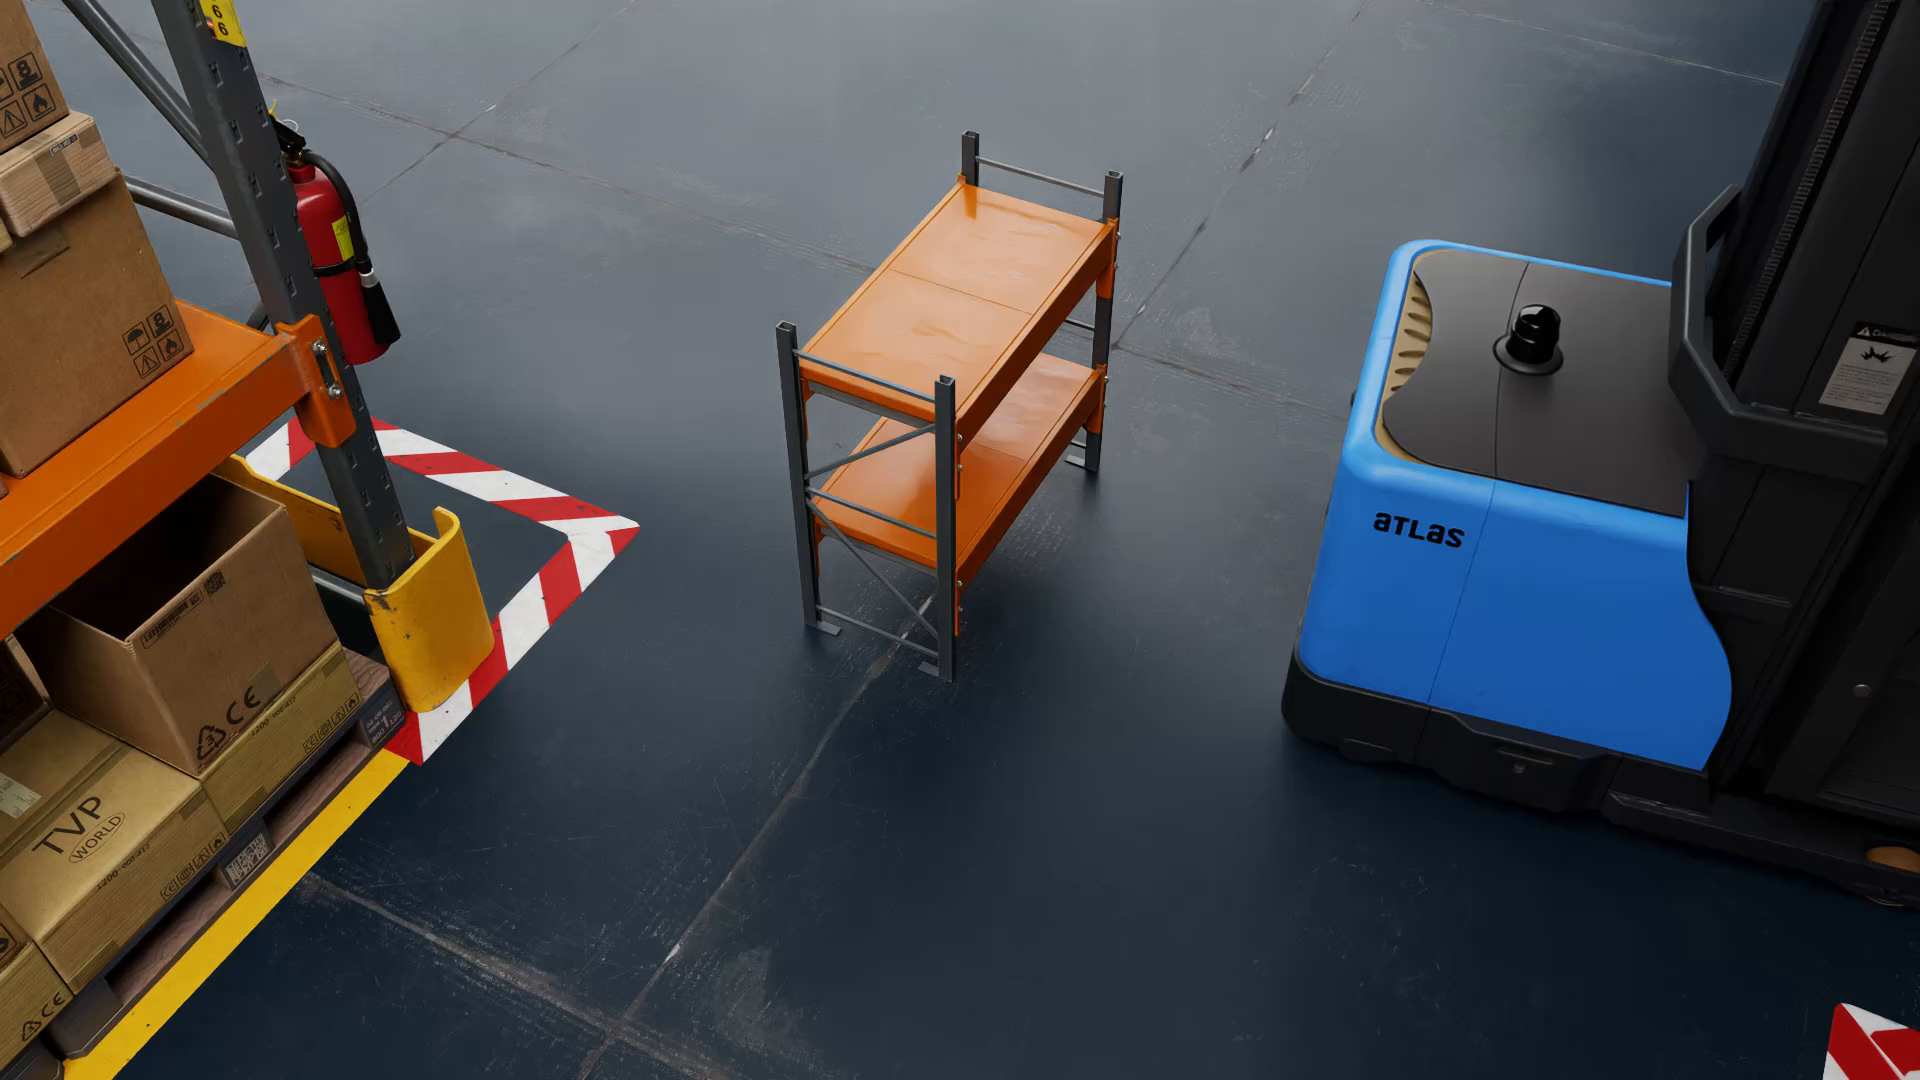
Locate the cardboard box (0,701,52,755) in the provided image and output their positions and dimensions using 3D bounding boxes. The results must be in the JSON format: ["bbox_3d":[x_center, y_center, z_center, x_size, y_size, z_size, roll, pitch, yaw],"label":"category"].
[{"bbox_3d":[-2.642,0.571,4.215,0.500,0.250,0.500,20,49,19],"label":"cardboard box"}]

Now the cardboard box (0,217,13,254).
[{"bbox_3d":[-2.096,-0.623,3.230,0.380,0.149,0.250,22,49,20],"label":"cardboard box"}]

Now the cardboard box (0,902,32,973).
[{"bbox_3d":[-2.404,0.798,3.463,0.500,0.500,0.500,20,49,19],"label":"cardboard box"}]

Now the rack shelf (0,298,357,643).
[{"bbox_3d":[-2.895,0.684,2.971,1.077,0.370,4.000,20,49,19],"label":"rack shelf"}]

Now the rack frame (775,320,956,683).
[{"bbox_3d":[-0.239,-0.071,4.529,0.500,1.125,0.032,20,49,19],"label":"rack frame"}]

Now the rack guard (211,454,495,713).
[{"bbox_3d":[-1.956,0.035,4.864,1.175,0.500,0.348,20,49,19],"label":"rack guard"}]

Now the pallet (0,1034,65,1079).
[{"bbox_3d":[-2.852,1.413,3.705,1.003,0.211,1.213,20,49,19],"label":"pallet"}]

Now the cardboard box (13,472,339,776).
[{"bbox_3d":[-1.952,0.163,4.091,0.500,0.500,0.500,20,49,19],"label":"cardboard box"}]

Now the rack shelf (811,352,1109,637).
[{"bbox_3d":[-0.003,-0.219,5.020,0.538,0.278,1.000,20,49,19],"label":"rack shelf"}]

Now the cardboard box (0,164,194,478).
[{"bbox_3d":[-2.195,-0.574,3.638,0.700,0.500,0.500,20,49,19],"label":"cardboard box"}]

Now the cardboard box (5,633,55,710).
[{"bbox_3d":[-2.413,0.255,4.527,0.500,0.250,0.500,20,49,19],"label":"cardboard box"}]

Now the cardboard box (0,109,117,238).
[{"bbox_3d":[-1.976,-0.788,3.394,0.380,0.149,0.250,20,49,18],"label":"cardboard box"}]

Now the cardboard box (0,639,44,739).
[{"bbox_3d":[-2.643,0.307,3.949,0.500,0.500,0.500,20,49,19],"label":"cardboard box"}]

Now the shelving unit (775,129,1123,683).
[{"bbox_3d":[-0.003,-0.391,4.846,0.538,1.125,1.048,20,49,19],"label":"shelving unit"}]

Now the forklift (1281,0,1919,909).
[{"bbox_3d":[2.478,-0.466,3.650,3.031,2.935,1.130,13,47,13],"label":"forklift"}]

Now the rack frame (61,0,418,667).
[{"bbox_3d":[-1.967,-0.829,3.960,1.000,3.000,0.127,20,49,19],"label":"rack frame"}]

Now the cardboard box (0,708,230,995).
[{"bbox_3d":[-2.176,0.745,4.043,0.500,0.250,0.500,20,49,19],"label":"cardboard box"}]

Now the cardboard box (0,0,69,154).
[{"bbox_3d":[-2.220,-0.997,3.144,0.700,0.500,0.500,21,49,19],"label":"cardboard box"}]

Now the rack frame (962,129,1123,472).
[{"bbox_3d":[0.233,-0.711,5.162,0.500,1.125,0.032,20,49,19],"label":"rack frame"}]

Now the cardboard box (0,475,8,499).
[{"bbox_3d":[-2.435,-0.241,3.309,0.700,0.500,0.500,22,49,20],"label":"cardboard box"}]

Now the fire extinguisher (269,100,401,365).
[{"bbox_3d":[-1.501,-0.723,3.910,0.296,0.674,0.183,20,49,19],"label":"fire extinguisher"}]

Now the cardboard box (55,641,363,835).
[{"bbox_3d":[-1.954,0.426,4.358,0.500,0.250,0.500,20,49,19],"label":"cardboard box"}]

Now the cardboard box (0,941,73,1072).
[{"bbox_3d":[-2.406,1.060,3.731,0.500,0.250,0.500,20,49,19],"label":"cardboard box"}]

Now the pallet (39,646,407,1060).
[{"bbox_3d":[-2.285,0.647,4.462,1.003,0.211,1.213,20,49,19],"label":"pallet"}]

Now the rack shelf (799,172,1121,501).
[{"bbox_3d":[-0.003,-0.597,4.638,0.538,0.278,1.000,20,49,19],"label":"rack shelf"}]

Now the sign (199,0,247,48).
[{"bbox_3d":[-1.493,-1.131,3.278,0.100,0.325,0.005,20,49,19],"label":"sign"}]
